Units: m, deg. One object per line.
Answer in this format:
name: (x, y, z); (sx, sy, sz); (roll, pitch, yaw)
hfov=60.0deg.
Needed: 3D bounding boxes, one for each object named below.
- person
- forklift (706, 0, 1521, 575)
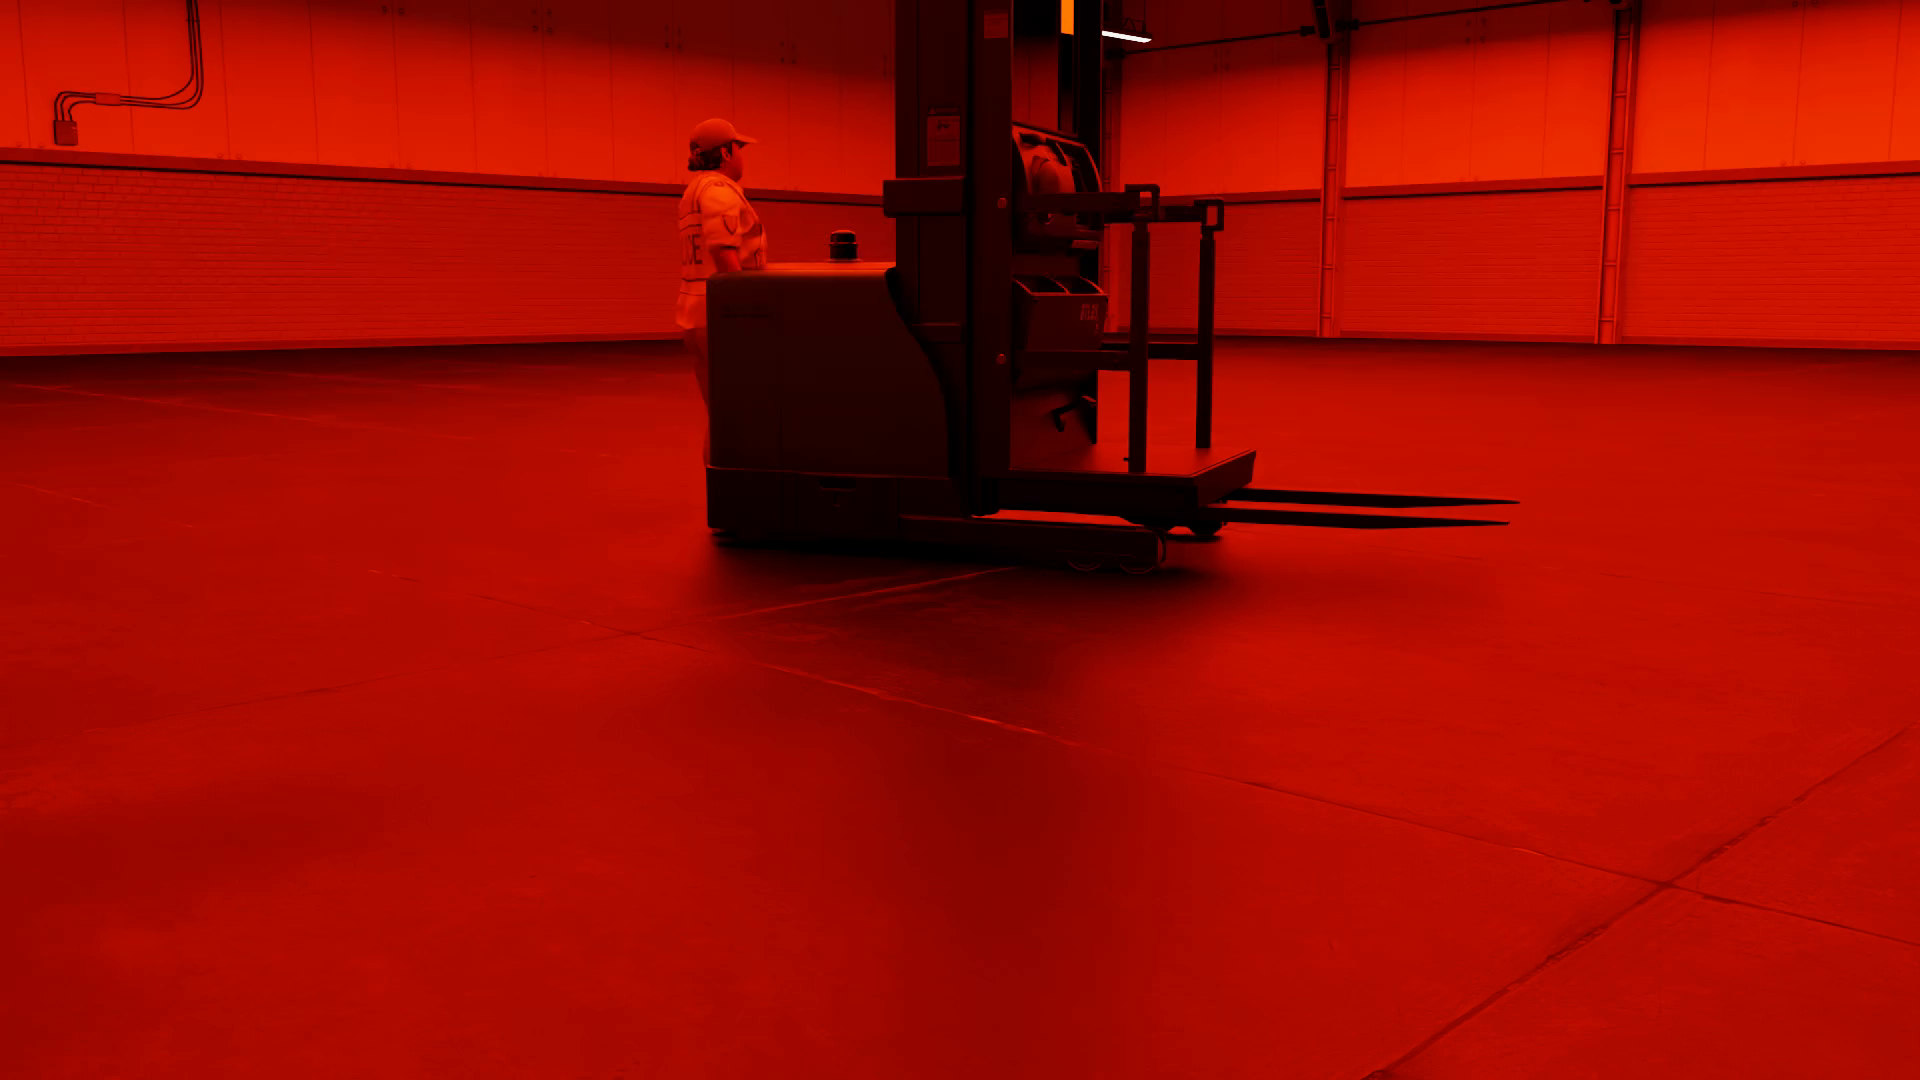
person: (-0.868, -0.846, 6.717); (0.510, 1.673, 0.596); (-4, 9, -25)
forklift: (0.565, -1.416, 6.275); (3.031, 2.935, 1.130); (3, 9, 22)
